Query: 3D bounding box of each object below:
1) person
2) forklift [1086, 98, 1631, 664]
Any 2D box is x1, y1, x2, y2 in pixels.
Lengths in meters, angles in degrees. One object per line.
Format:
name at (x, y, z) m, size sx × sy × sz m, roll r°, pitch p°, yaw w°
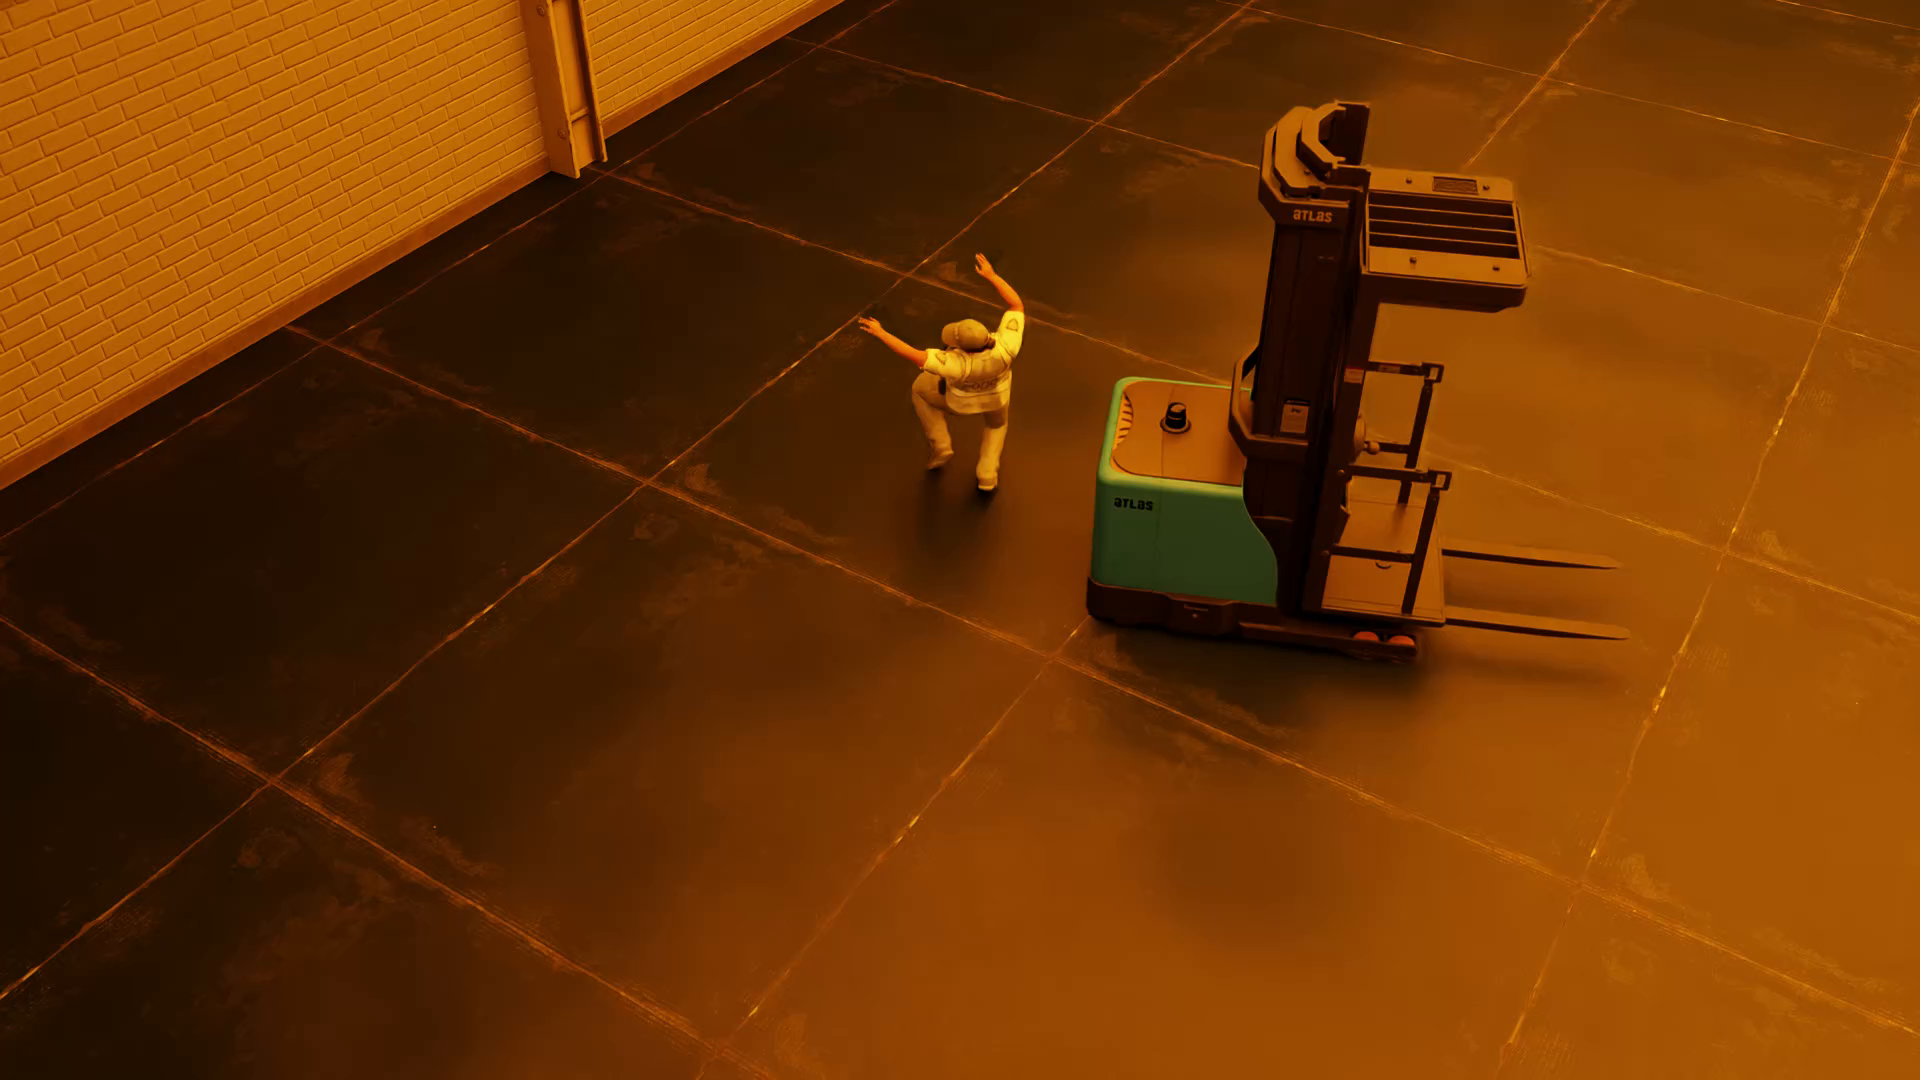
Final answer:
person at (-0.121, -0.978, 10.208) m, size 1.011 × 1.577 × 0.777 m, roll -7°, pitch 41°, yaw -8°
forklift at (2.300, -0.789, 8.898) m, size 3.031 × 2.935 × 1.130 m, roll 7°, pitch 41°, yaw 8°
